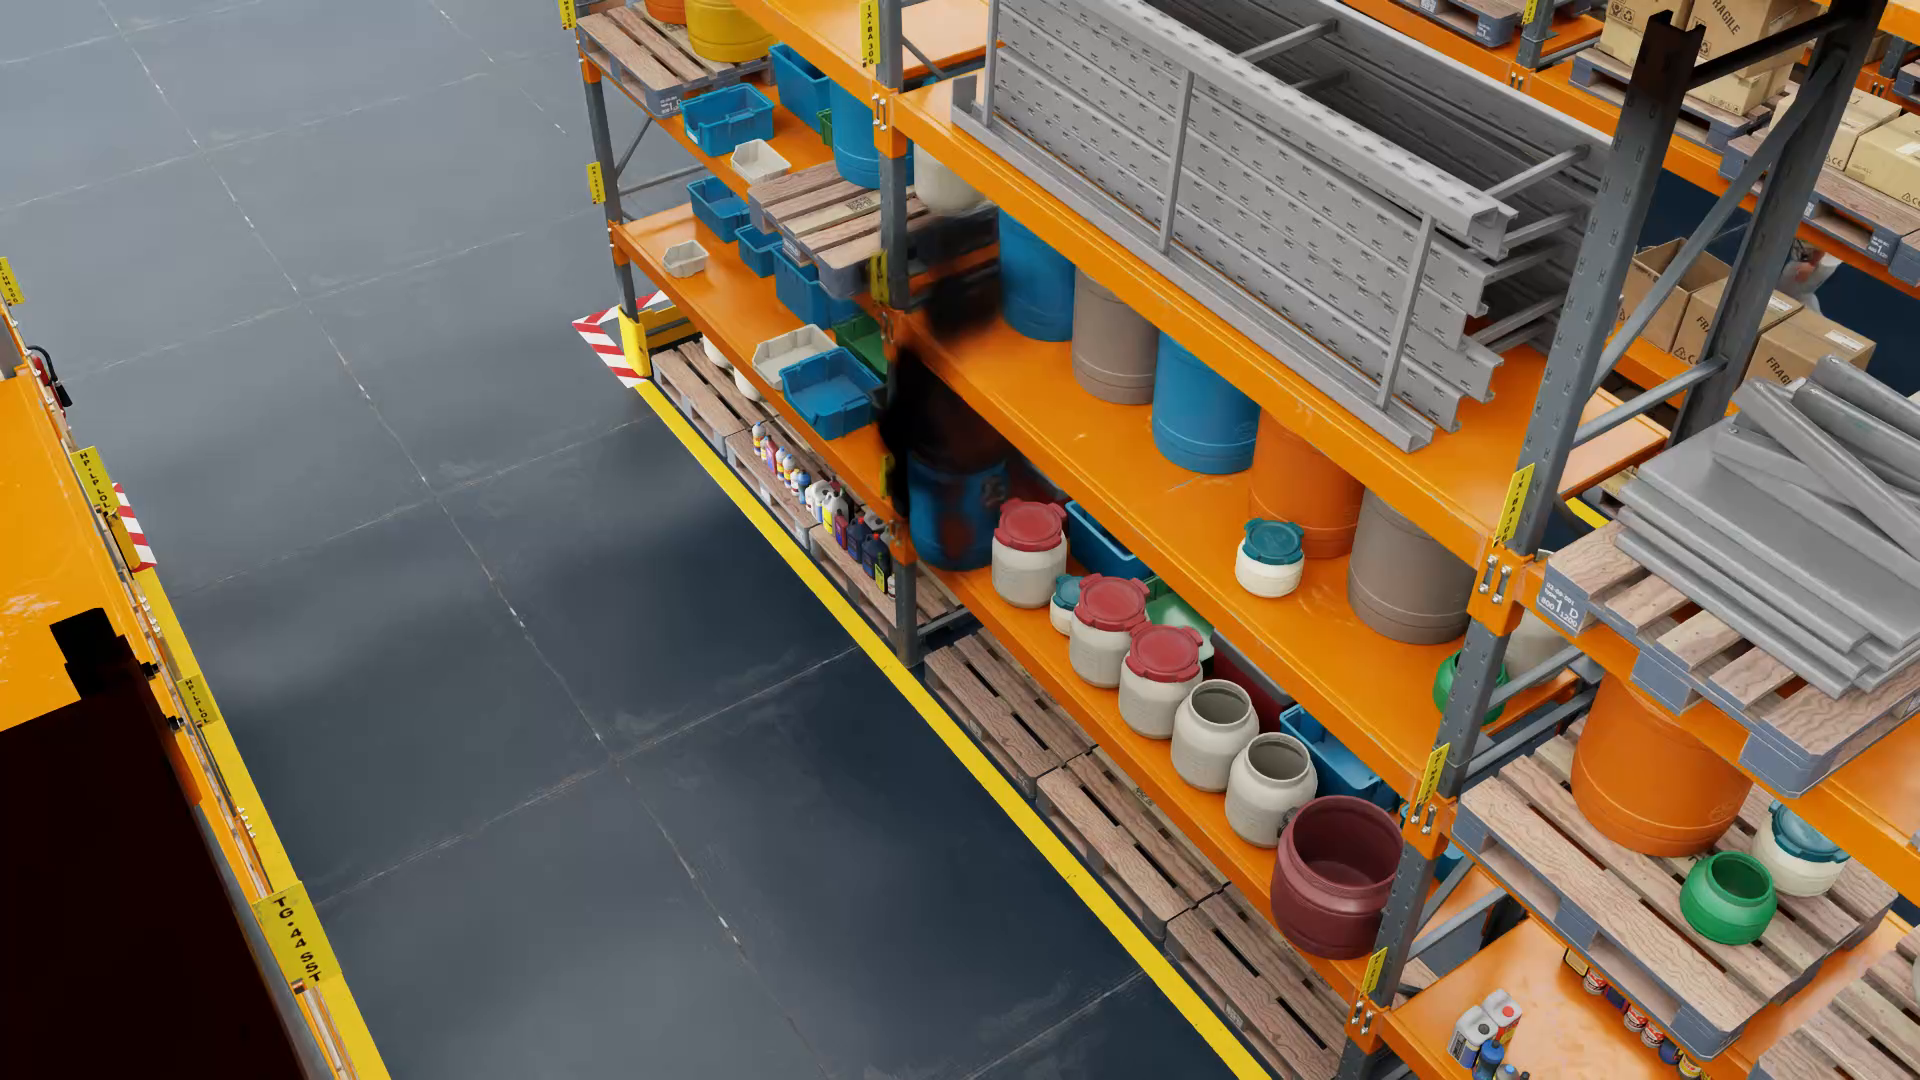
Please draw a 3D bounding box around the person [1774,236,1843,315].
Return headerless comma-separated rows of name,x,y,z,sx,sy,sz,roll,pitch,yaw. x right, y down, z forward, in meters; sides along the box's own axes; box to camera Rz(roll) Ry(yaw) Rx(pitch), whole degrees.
person,6.599,-2.264,12.999,0.791,1.647,0.665,26,49,25
